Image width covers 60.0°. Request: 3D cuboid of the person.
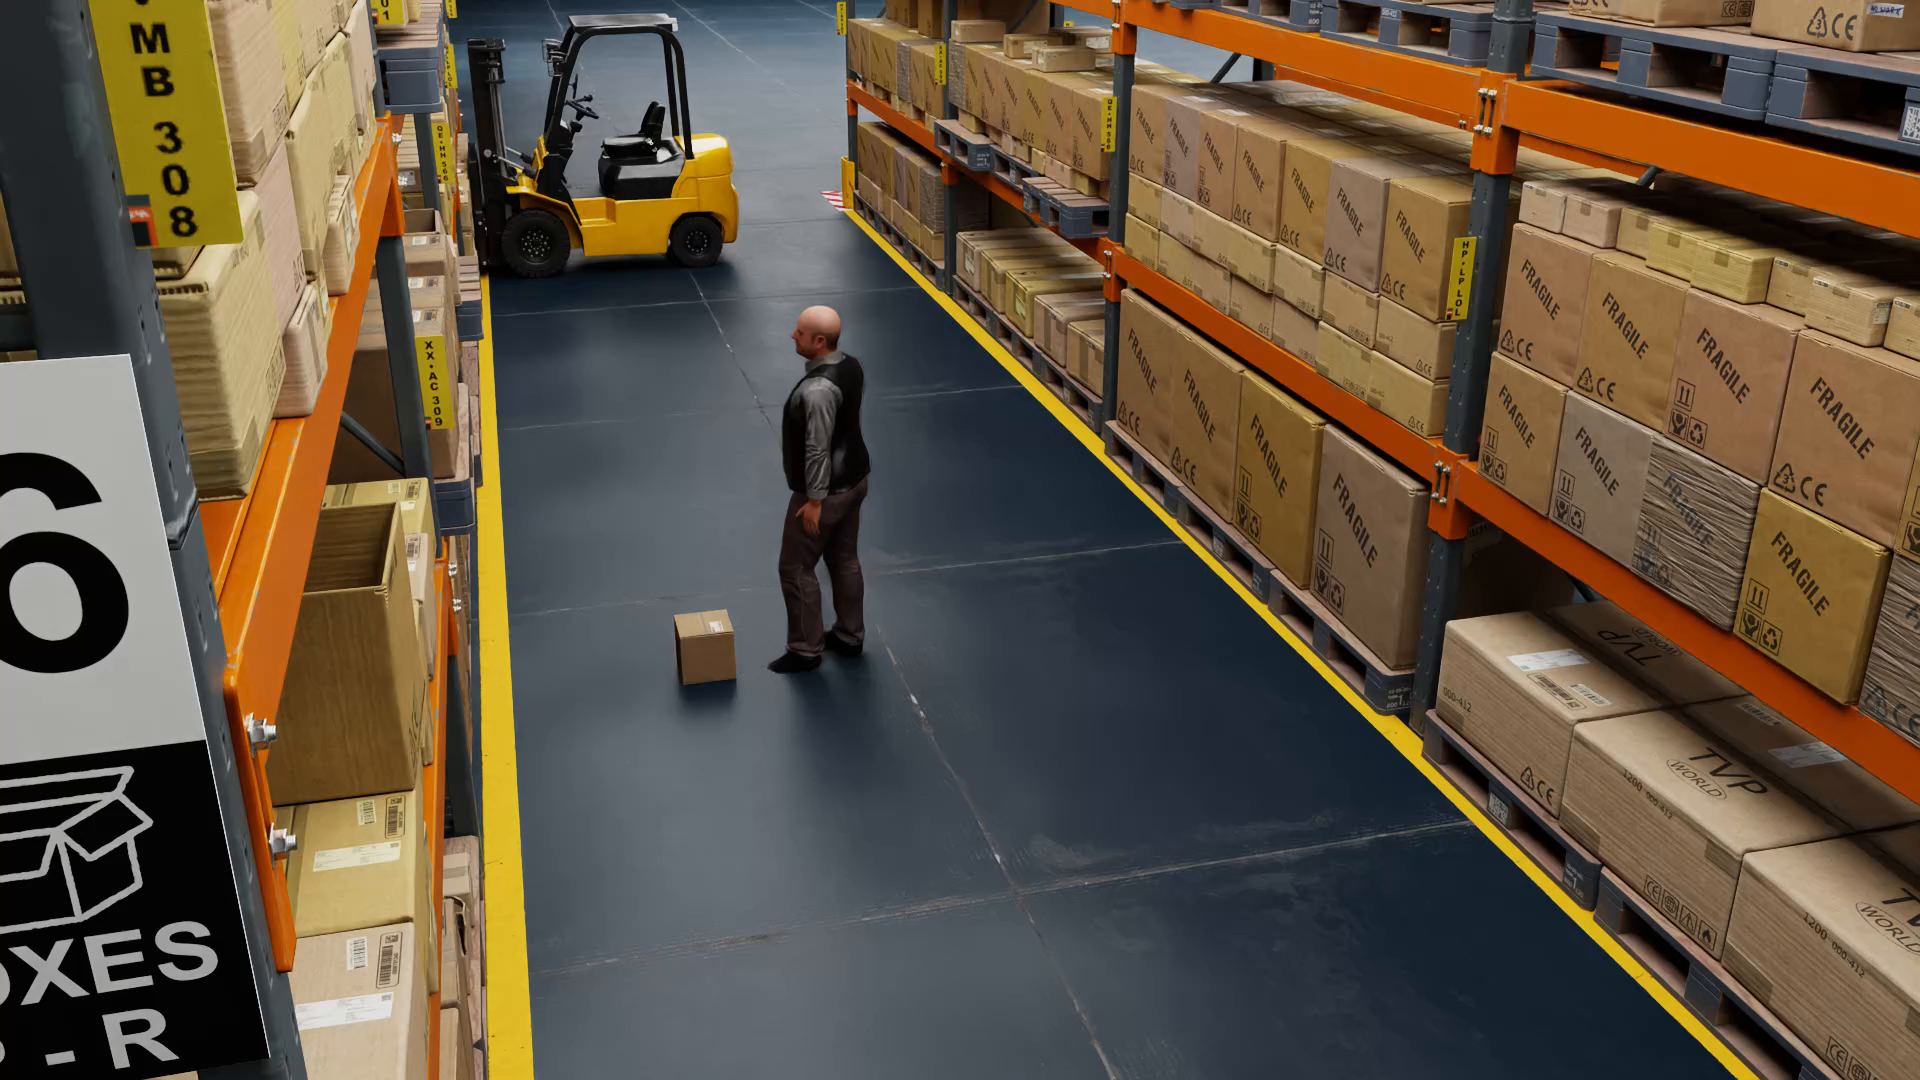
[{"bbox_3d":[-0.651,-0.225,7.715,0.454,1.782,0.599,8,24,18],"label":"person"}]
